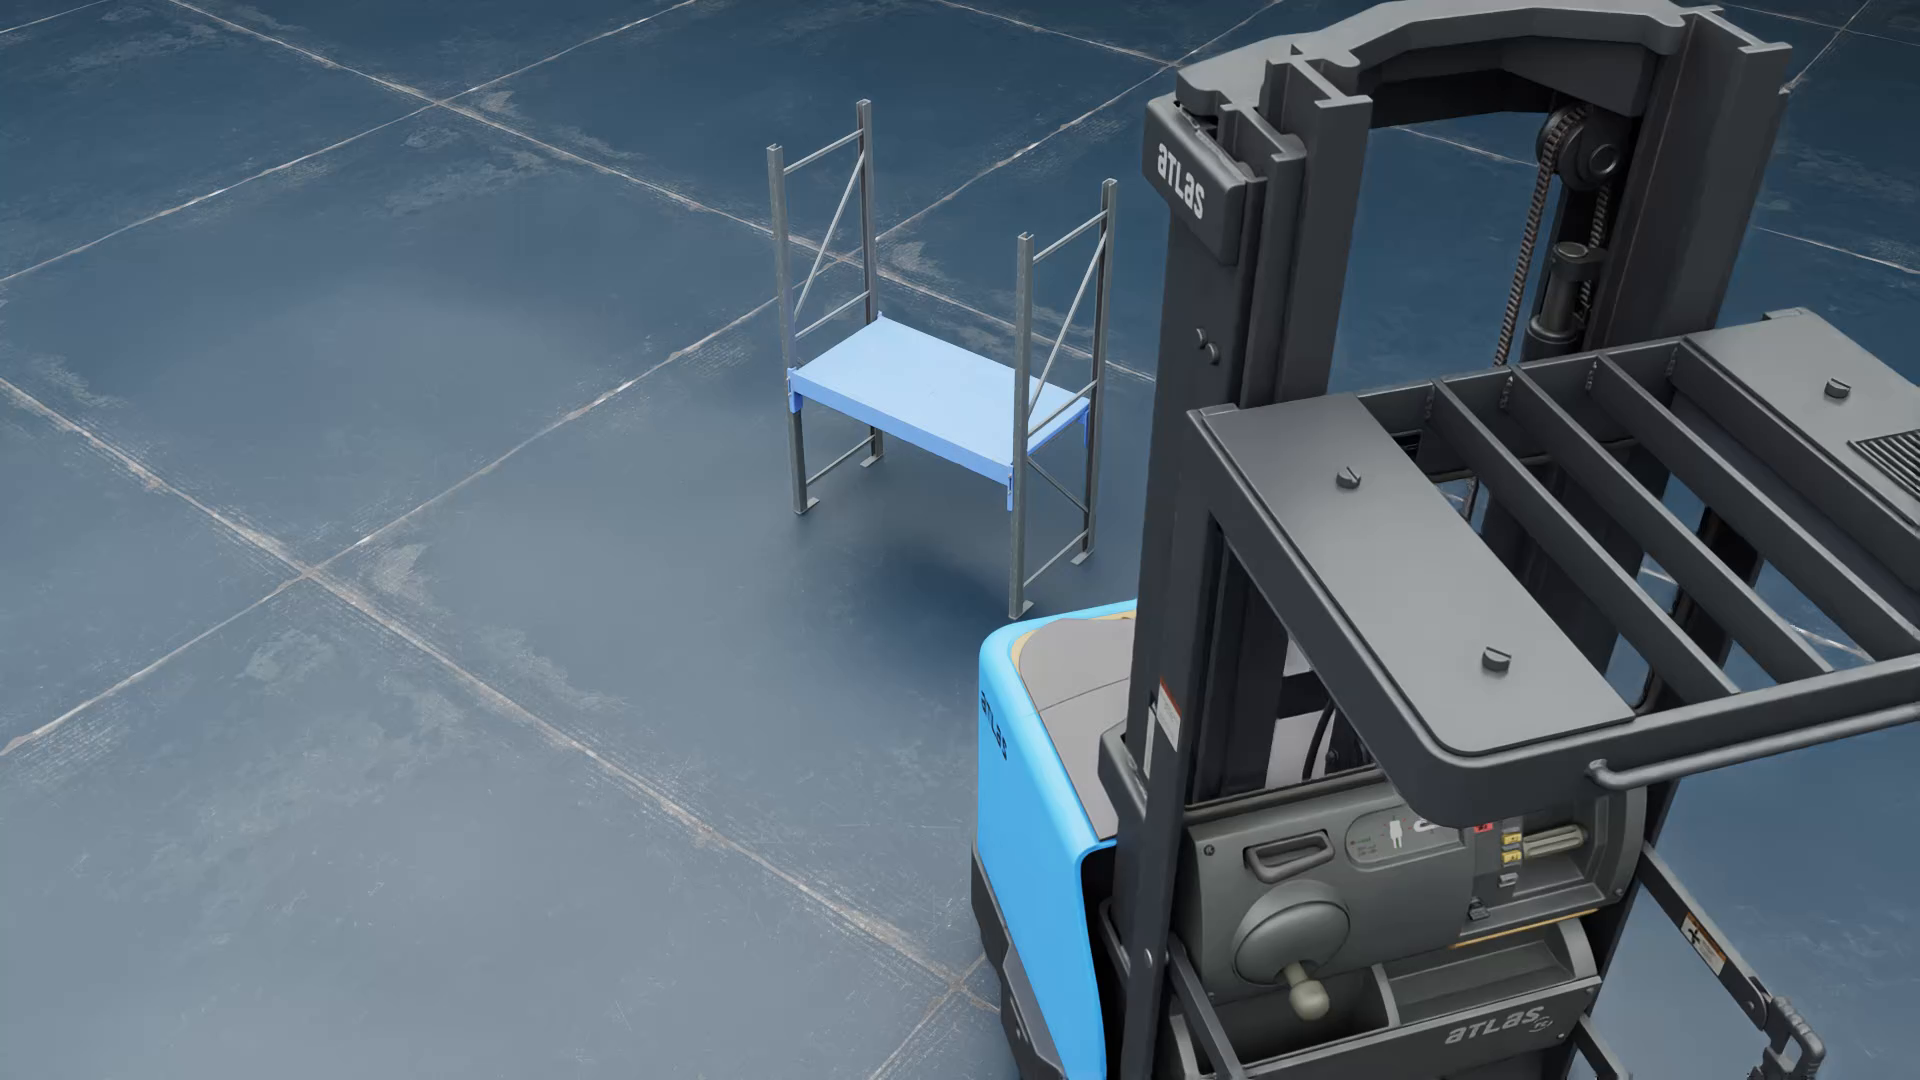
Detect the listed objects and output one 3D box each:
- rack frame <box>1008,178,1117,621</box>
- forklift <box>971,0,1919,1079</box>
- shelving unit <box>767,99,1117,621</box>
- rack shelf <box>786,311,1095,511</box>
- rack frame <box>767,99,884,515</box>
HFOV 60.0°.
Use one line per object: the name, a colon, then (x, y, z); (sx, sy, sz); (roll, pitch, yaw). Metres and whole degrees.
rack frame: (0.336, -0.432, 5.585); (0.032, 1.500, 0.500); (25, 45, 29)
forklift: (0.939, 0.703, 2.975); (1.130, 2.935, 3.031); (-10, 39, -13)
shelving unit: (-0.068, -0.622, 5.828); (1.048, 1.500, 0.538); (25, 45, 29)
rack shelf: (-0.068, -0.481, 5.939); (1.000, 0.185, 0.538); (25, 45, 29)
rack frame: (-0.472, -0.813, 6.072); (0.032, 1.500, 0.500); (25, 45, 29)
